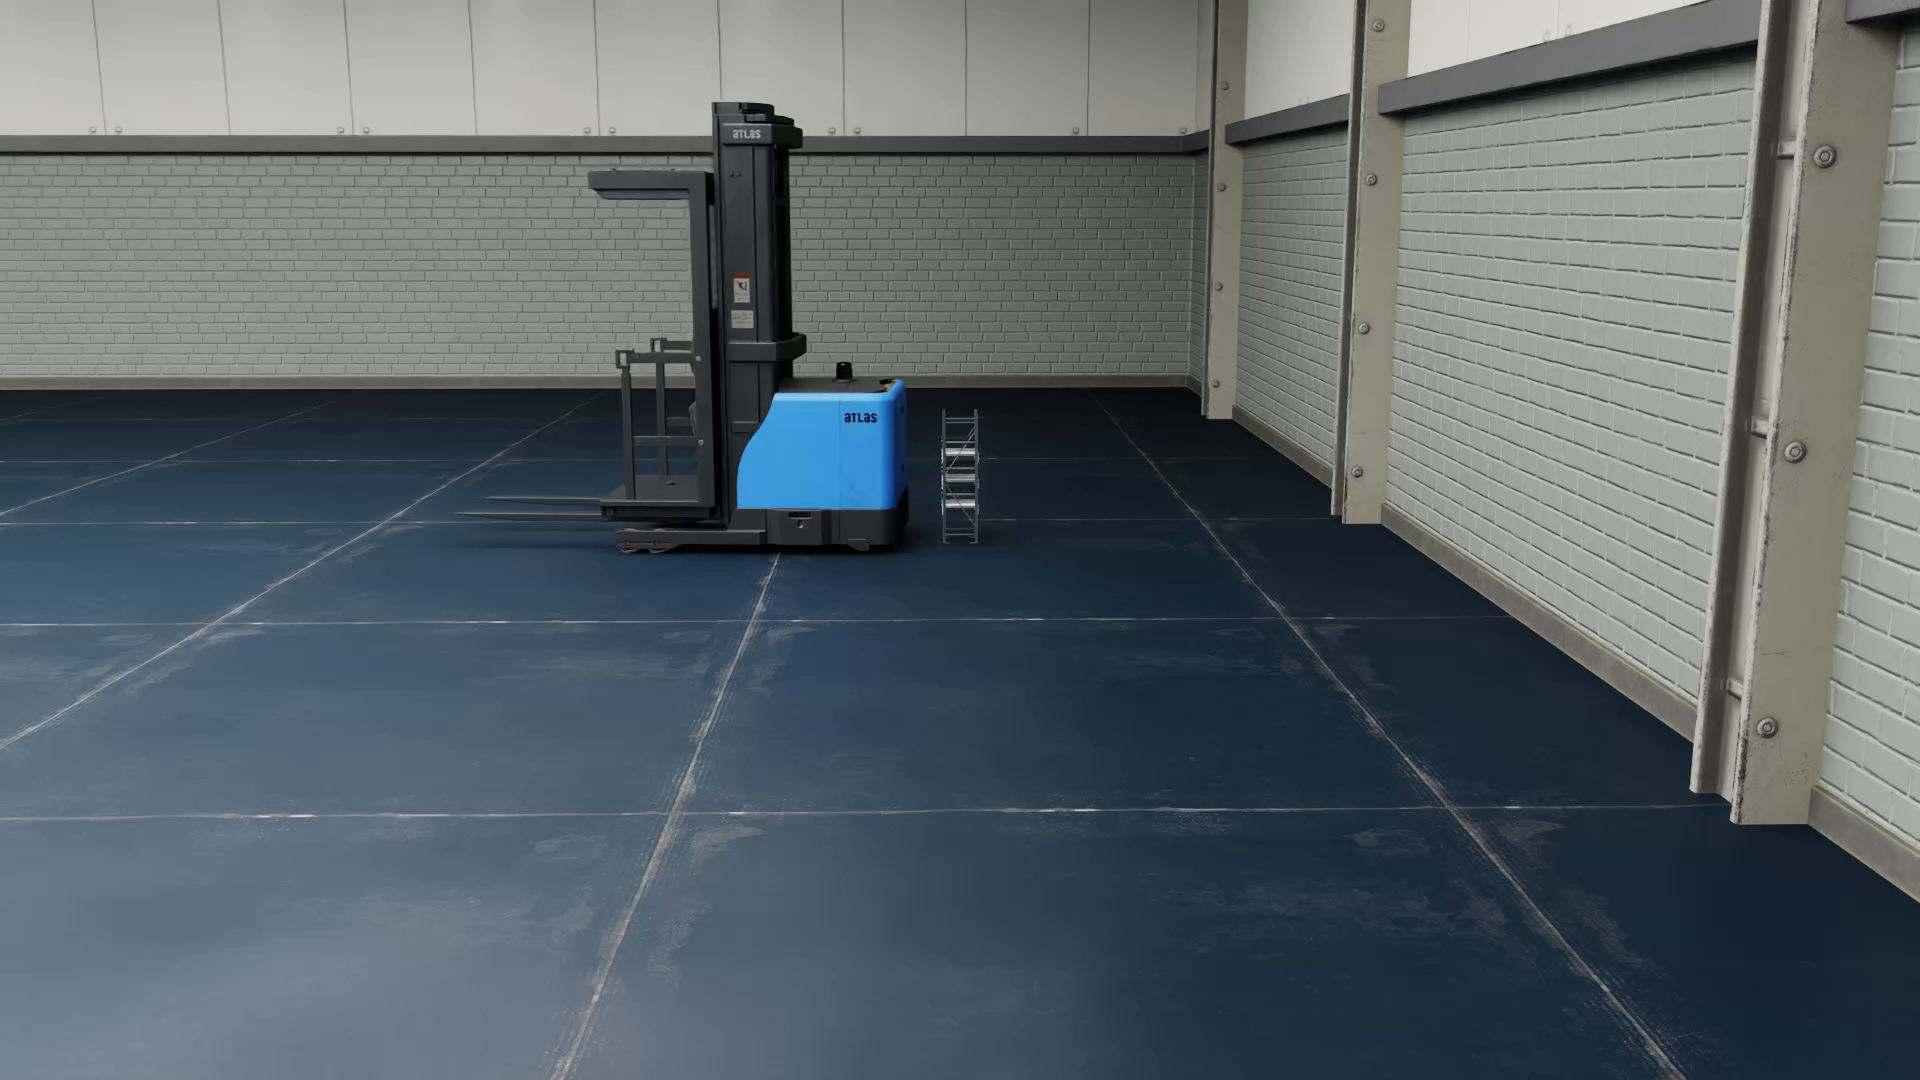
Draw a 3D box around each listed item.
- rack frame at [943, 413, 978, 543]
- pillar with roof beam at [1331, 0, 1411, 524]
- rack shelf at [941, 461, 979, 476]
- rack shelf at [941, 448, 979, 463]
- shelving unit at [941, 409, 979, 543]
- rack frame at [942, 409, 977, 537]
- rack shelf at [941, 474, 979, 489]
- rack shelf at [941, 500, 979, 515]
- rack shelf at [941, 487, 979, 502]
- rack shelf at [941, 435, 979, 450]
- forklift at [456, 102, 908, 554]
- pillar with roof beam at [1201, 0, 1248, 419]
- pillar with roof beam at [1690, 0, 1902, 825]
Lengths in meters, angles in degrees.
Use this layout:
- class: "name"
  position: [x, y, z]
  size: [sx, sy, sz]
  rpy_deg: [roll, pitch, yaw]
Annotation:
- class: "rack frame"
  position: [0.002, -0.419, 11.362]
  size: [0.240, 0.900, 0.006]
  rpy_deg: [0, 11, -1]
- class: "pillar with roof beam"
  position: [-1.351, -4.552, 11.366]
  size: [9.100, 9.000, 0.400]
  rpy_deg: [0, 11, -1]
- class: "rack shelf"
  position: [0.000, -0.495, 11.450]
  size: [0.258, 0.077, 0.200]
  rpy_deg: [0, 11, -1]
- class: "rack shelf"
  position: [0.000, -0.583, 11.433]
  size: [0.258, 0.077, 0.200]
  rpy_deg: [0, 11, -1]
- class: "shelving unit"
  position: [0.000, -0.439, 11.462]
  size: [0.258, 0.900, 0.210]
  rpy_deg: [0, 11, -1]
- class: "rack frame"
  position: [-0.002, -0.460, 11.561]
  size: [0.240, 0.900, 0.006]
  rpy_deg: [0, 11, -1]
- class: "rack shelf"
  position: [0.000, -0.407, 11.468]
  size: [0.258, 0.077, 0.200]
  rpy_deg: [0, 11, -1]
- class: "rack shelf"
  position: [0.000, -0.230, 11.504]
  size: [0.258, 0.077, 0.200]
  rpy_deg: [0, 11, -1]
- class: "rack shelf"
  position: [0.000, -0.319, 11.486]
  size: [0.258, 0.077, 0.200]
  rpy_deg: [0, 11, -1]
- class: "rack shelf"
  position: [0.000, -0.671, 11.415]
  size: [0.258, 0.077, 0.200]
  rpy_deg: [0, 11, -1]
- class: "forklift"
  position: [-1.904, -1.449, 11.332]
  size: [3.031, 2.935, 1.130]
  rpy_deg: [1, 11, 3]
- class: "pillar with roof beam"
  position: [-1.475, -5.745, 17.244]
  size: [9.100, 9.000, 0.400]
  rpy_deg: [0, 11, -1]
- class: "pillar with roof beam"
  position: [-1.227, -3.360, 5.487]
  size: [9.100, 9.000, 0.400]
  rpy_deg: [0, 11, -1]
